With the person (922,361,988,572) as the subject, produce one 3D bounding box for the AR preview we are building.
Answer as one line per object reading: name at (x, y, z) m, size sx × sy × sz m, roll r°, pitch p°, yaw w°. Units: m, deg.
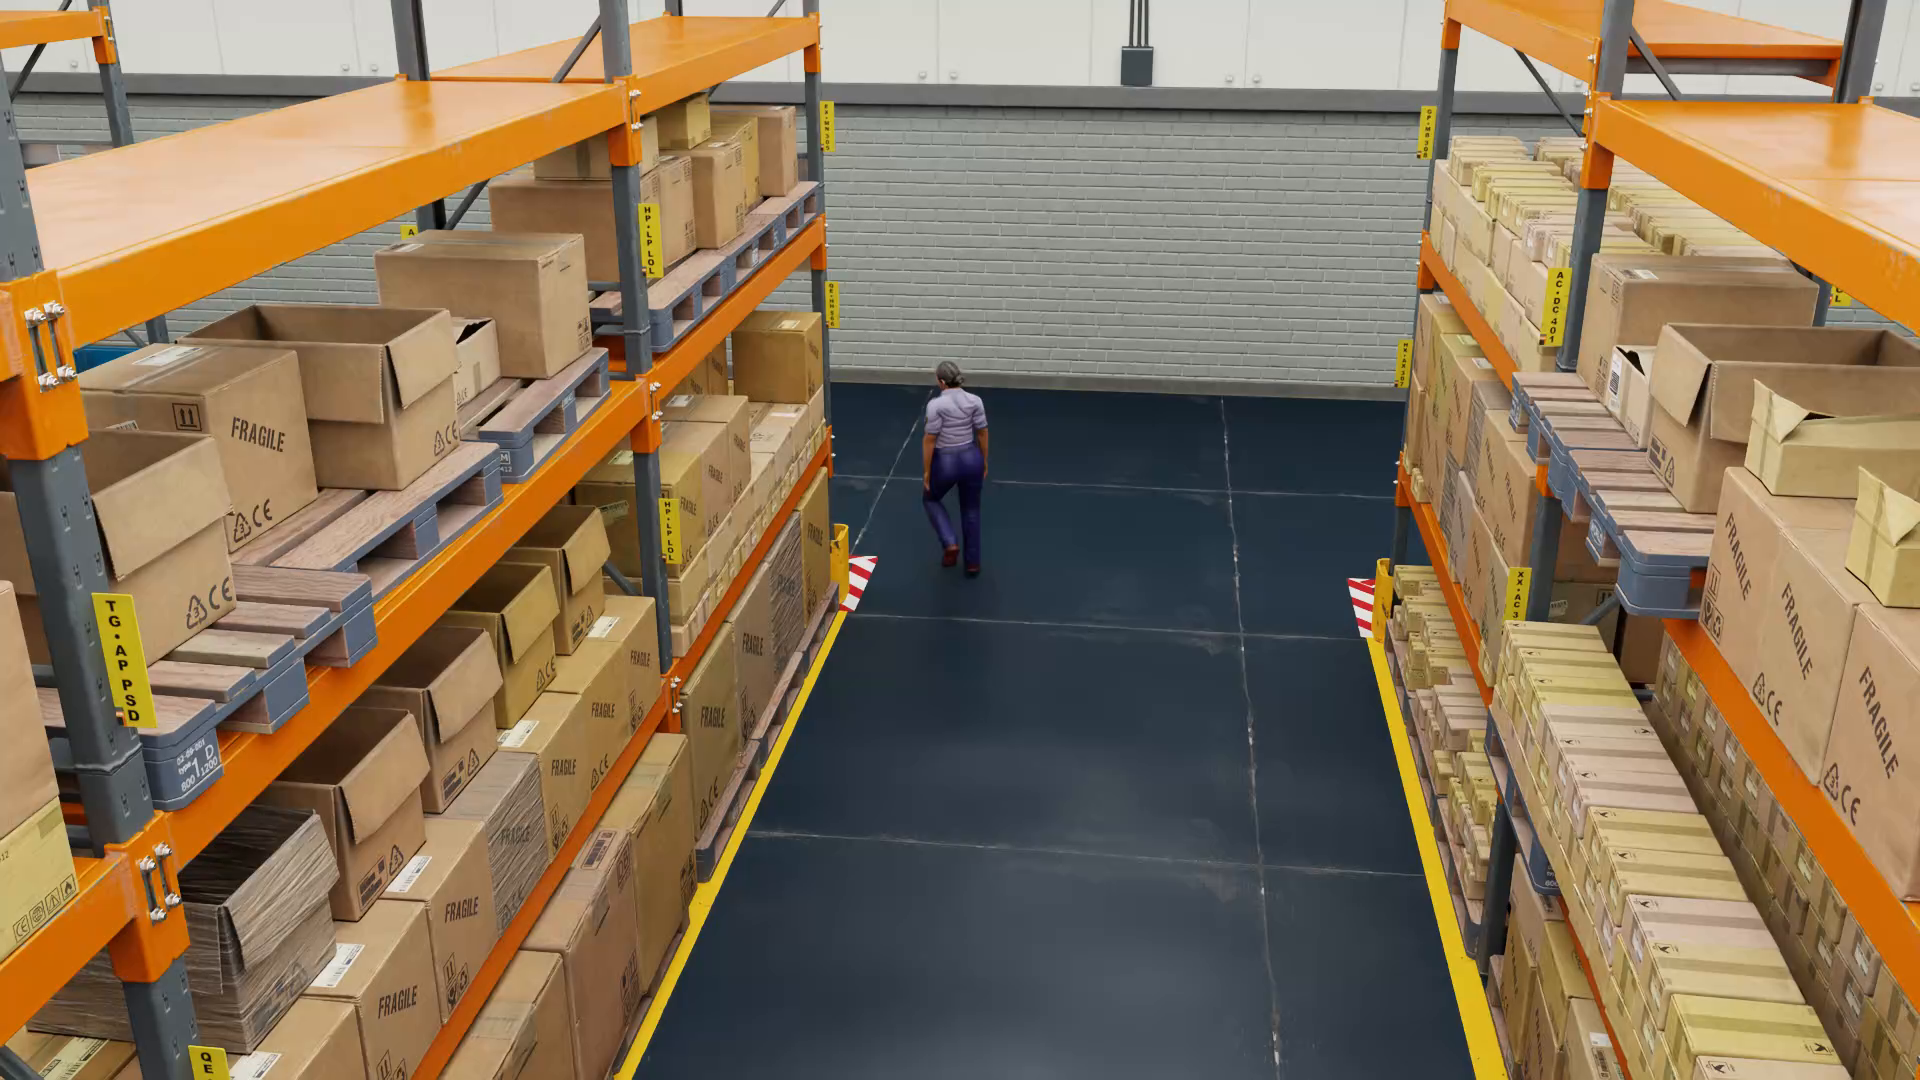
person at (-0.043, -0.558, 12.486) m, size 0.536 × 1.643 × 0.455 m, roll -5°, pitch 22°, yaw -13°
